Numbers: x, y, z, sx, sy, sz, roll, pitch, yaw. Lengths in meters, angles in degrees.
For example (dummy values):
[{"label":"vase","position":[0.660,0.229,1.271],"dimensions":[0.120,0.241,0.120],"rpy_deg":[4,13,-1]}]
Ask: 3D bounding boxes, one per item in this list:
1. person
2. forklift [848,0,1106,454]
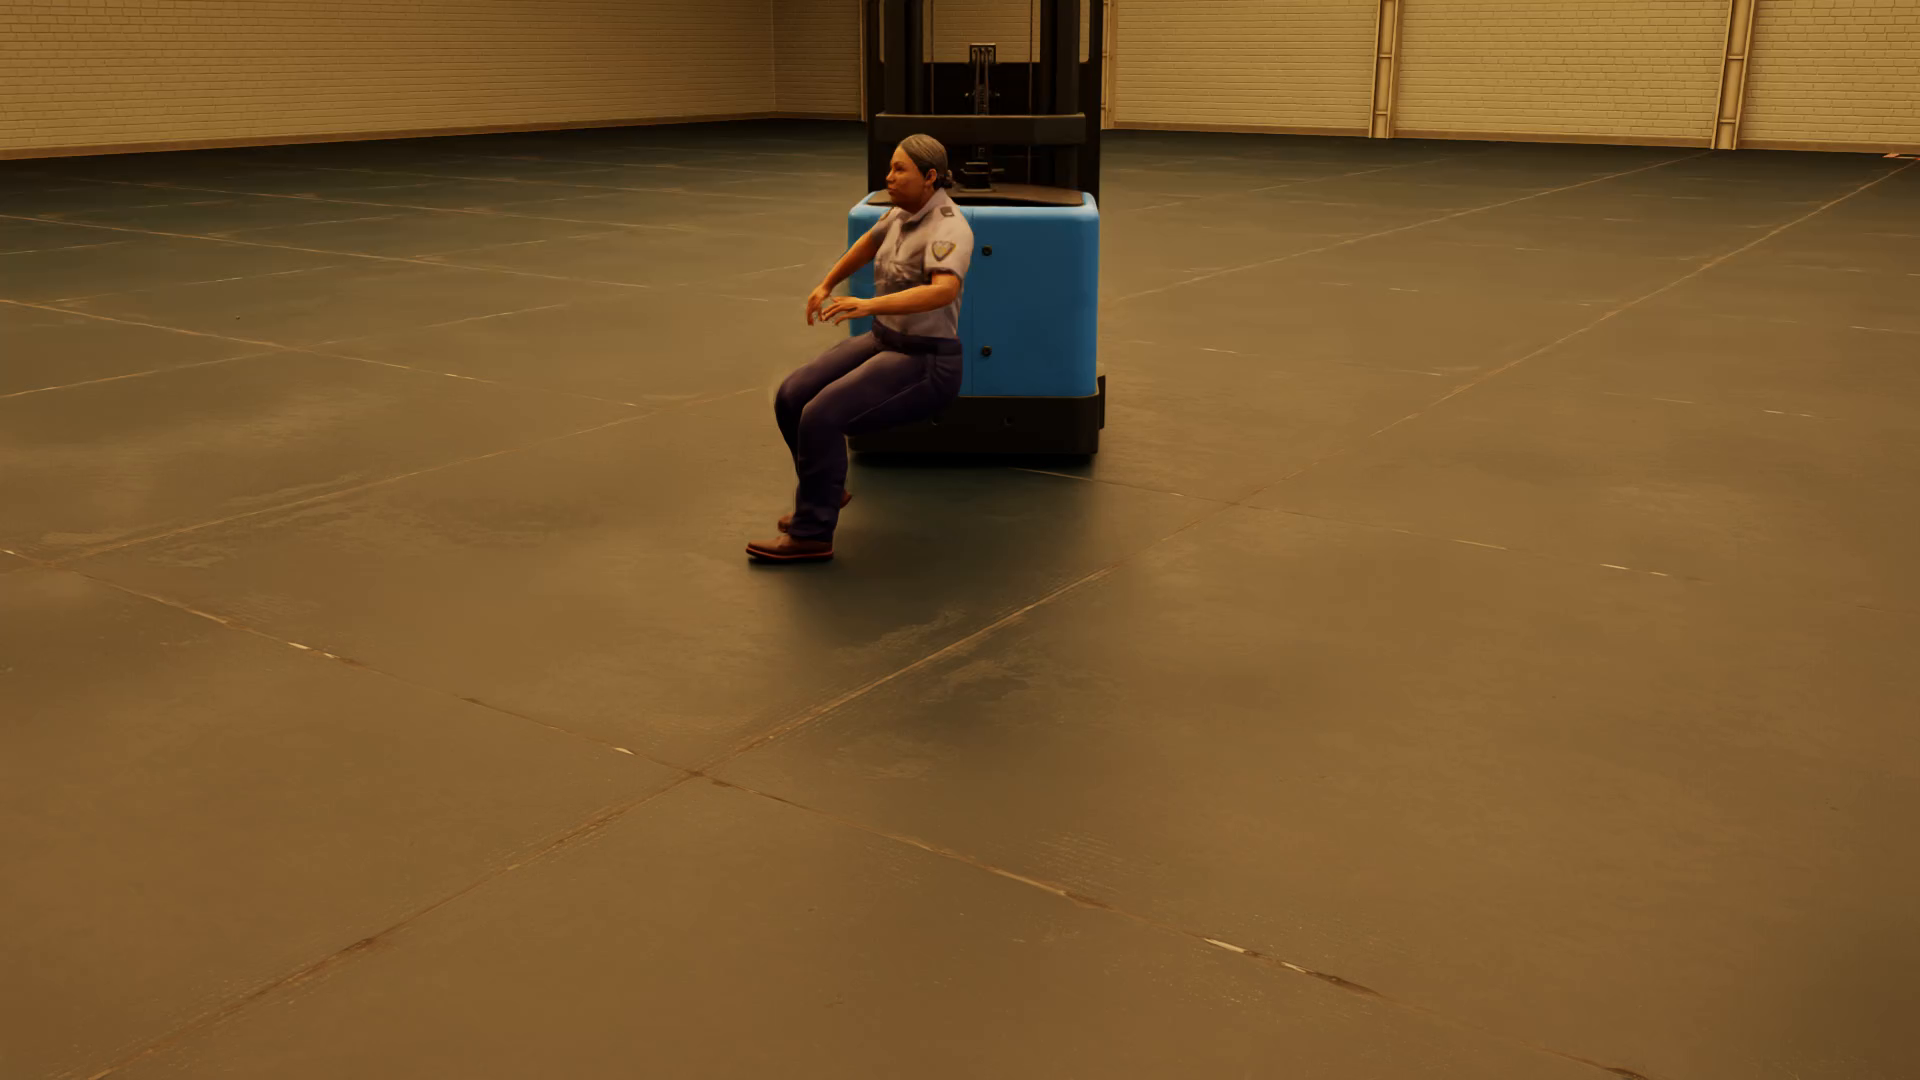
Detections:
[{"label":"person","position":[-0.365,-0.644,5.653],"dimensions":[0.791,1.420,0.826],"rpy_deg":[-10,19,-31]},{"label":"forklift","position":[0.124,-2.128,7.949],"dimensions":[1.130,2.935,3.031],"rpy_deg":[1,17,3]}]
